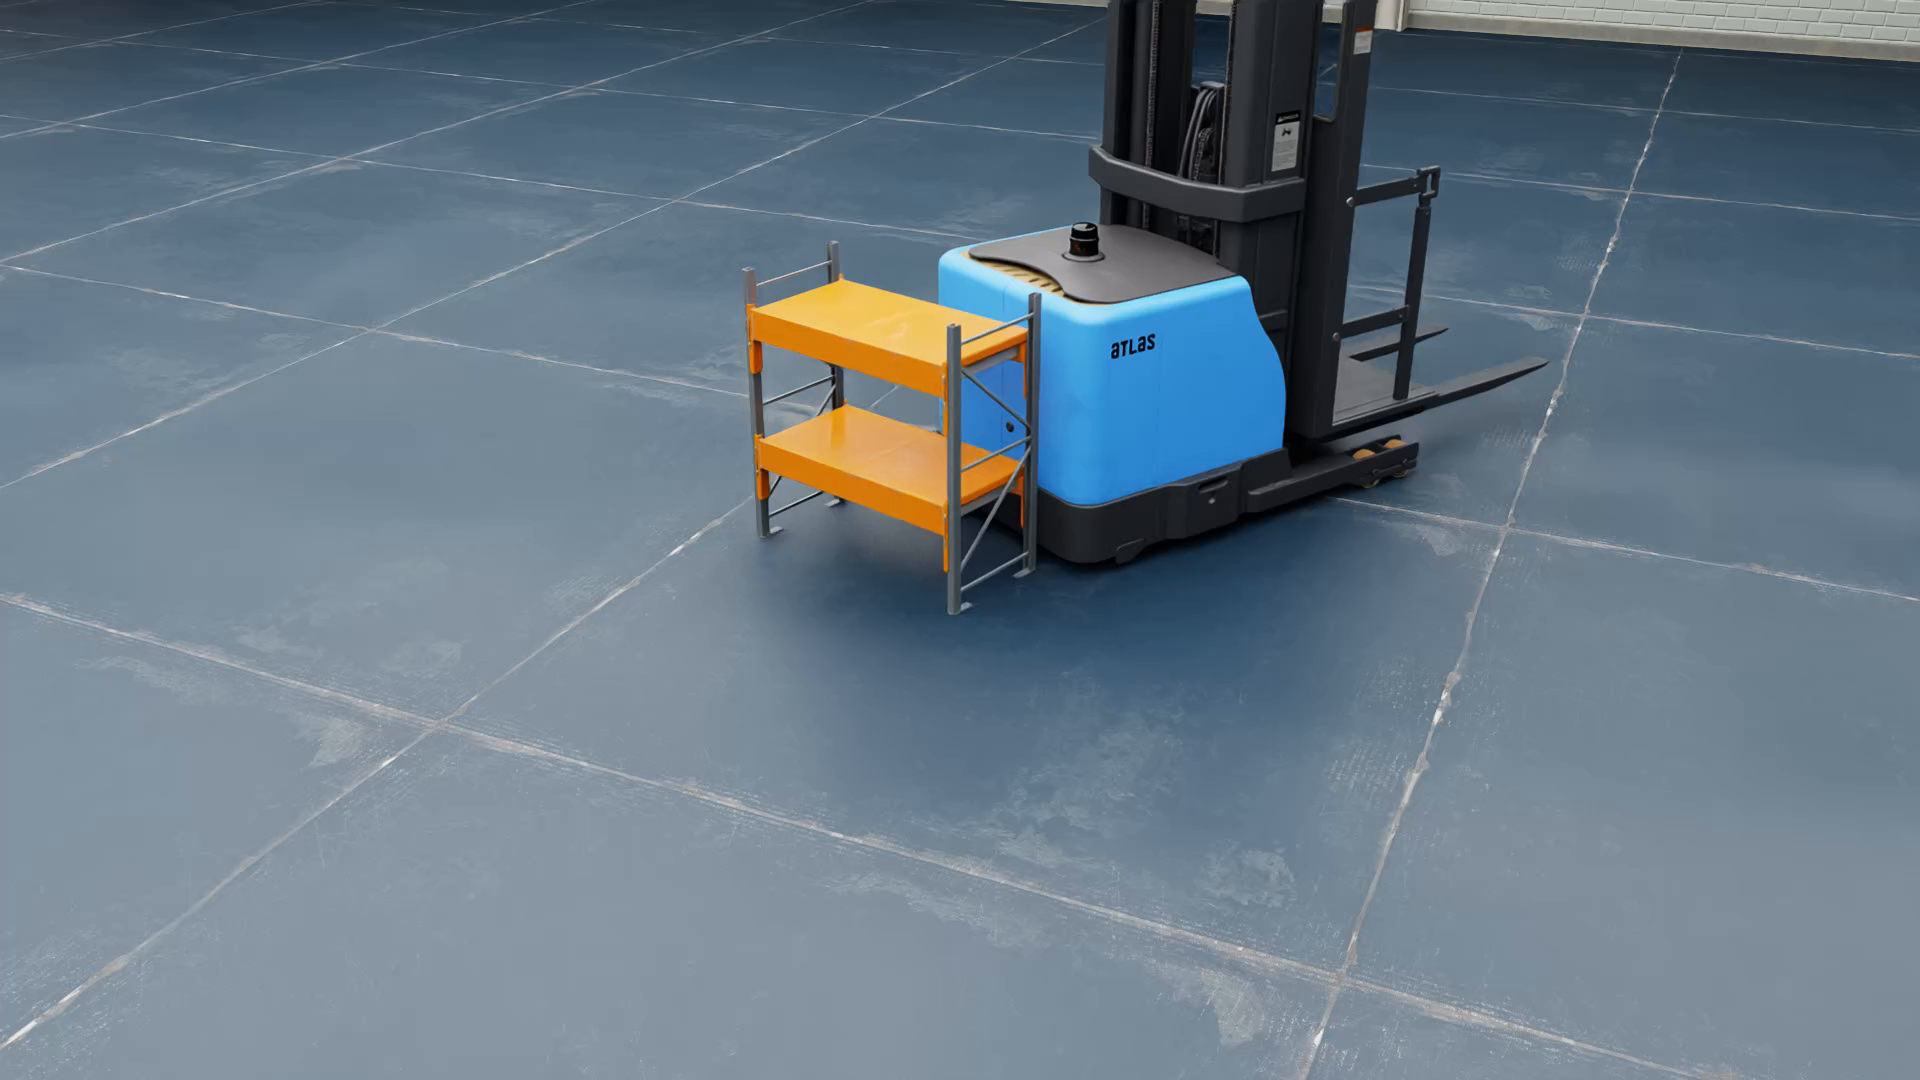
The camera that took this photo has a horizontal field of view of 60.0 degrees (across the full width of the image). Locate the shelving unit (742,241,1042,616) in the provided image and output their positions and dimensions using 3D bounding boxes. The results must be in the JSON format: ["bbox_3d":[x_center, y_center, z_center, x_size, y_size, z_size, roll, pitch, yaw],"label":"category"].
[{"bbox_3d":[-0.264,-0.454,6.399,1.048,1.125,0.538,20,33,35],"label":"shelving unit"}]

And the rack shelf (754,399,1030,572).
[{"bbox_3d":[-0.264,-0.235,6.507,1.000,0.278,0.538,20,33,35],"label":"rack shelf"}]

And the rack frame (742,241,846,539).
[{"bbox_3d":[-0.653,-0.598,6.692,0.032,1.125,0.500,20,33,35],"label":"rack frame"}]

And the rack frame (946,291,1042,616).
[{"bbox_3d":[0.125,-0.310,6.105,0.032,1.125,0.500,20,33,35],"label":"rack frame"}]

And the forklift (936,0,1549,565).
[{"bbox_3d":[1.399,-1.713,6.911,3.031,2.935,1.130,-17,31,-31],"label":"forklift"}]

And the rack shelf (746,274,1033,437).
[{"bbox_3d":[-0.264,-0.717,6.269,1.000,0.278,0.538,20,33,35],"label":"rack shelf"}]

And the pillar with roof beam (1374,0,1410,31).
[{"bbox_3d":[2.835,-7.857,12.520,0.400,9.000,9.100,11,28,22],"label":"pillar with roof beam"}]
